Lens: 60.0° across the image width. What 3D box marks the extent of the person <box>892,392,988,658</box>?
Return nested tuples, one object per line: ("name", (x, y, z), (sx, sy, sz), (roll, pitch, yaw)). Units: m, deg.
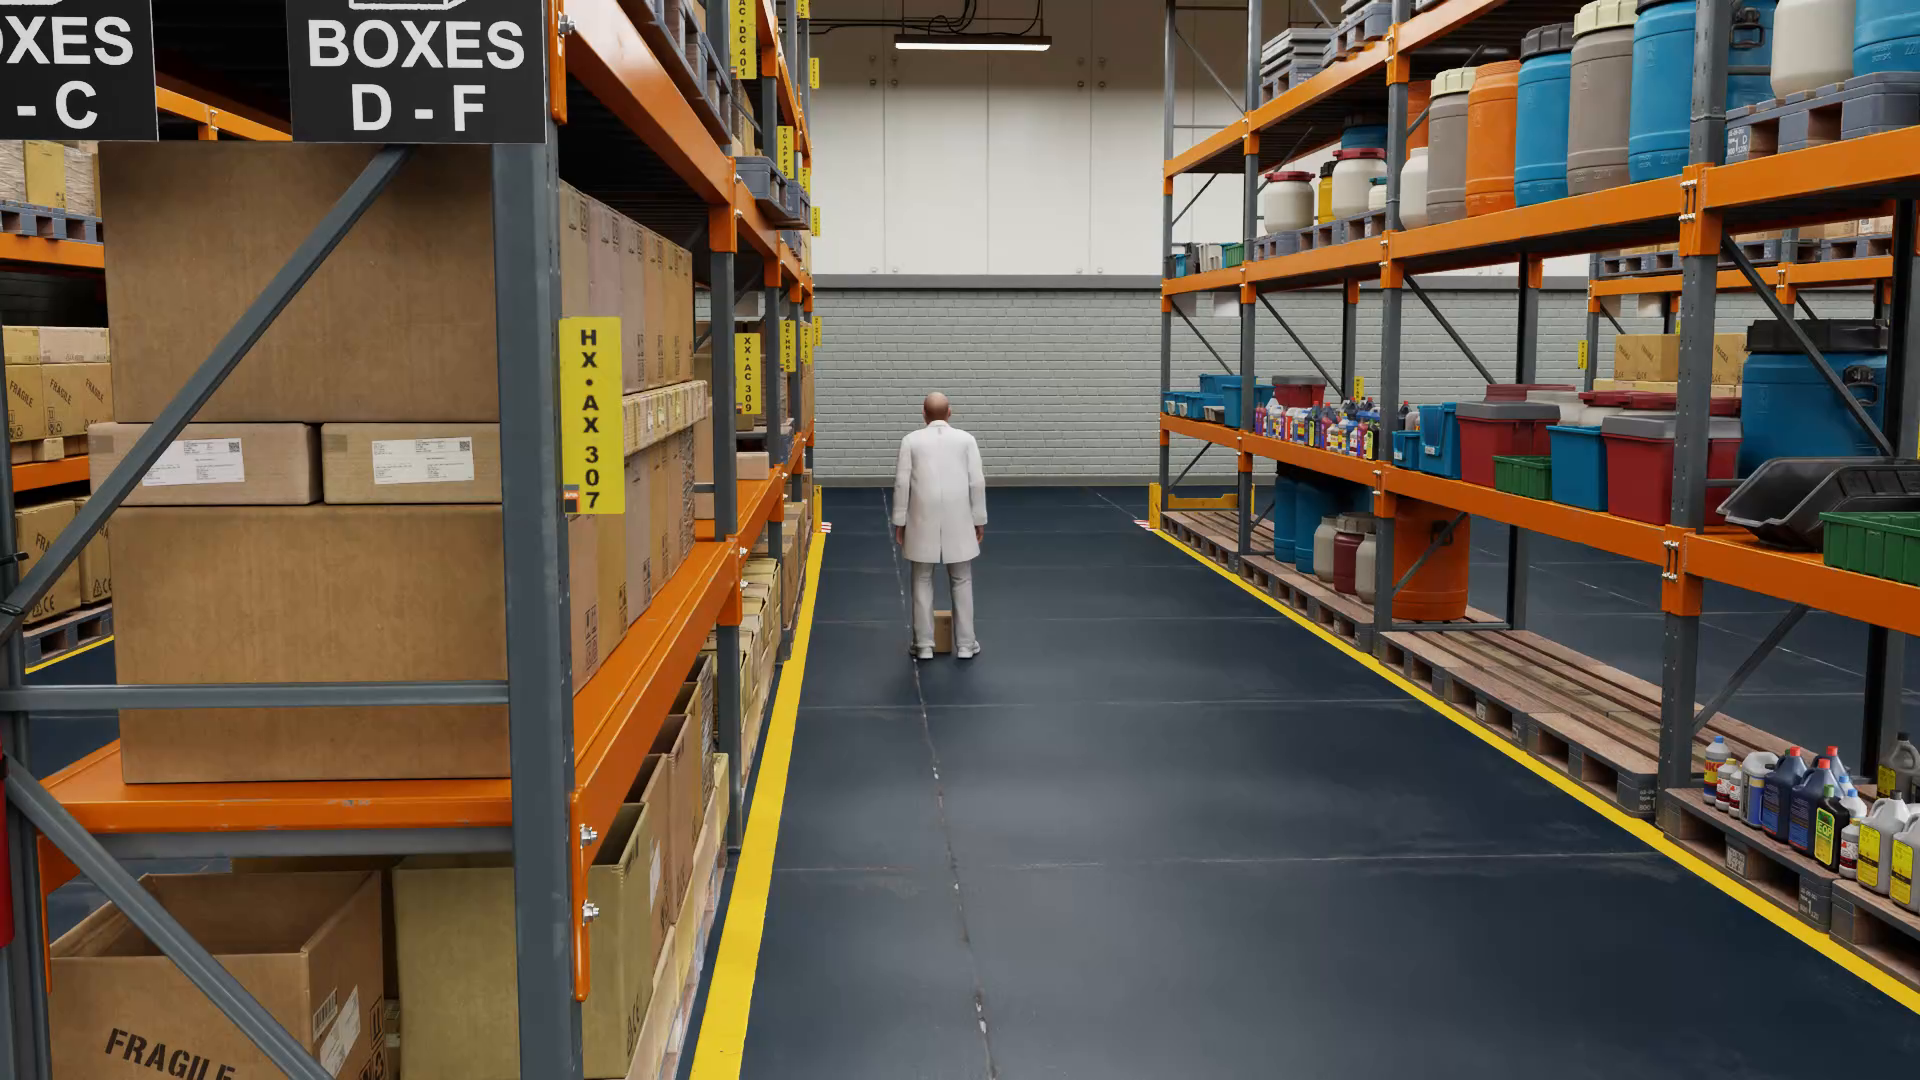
("person", (-0.136, -0.099, 11.145), (0.644, 1.774, 0.428), (0, 7, -3))
